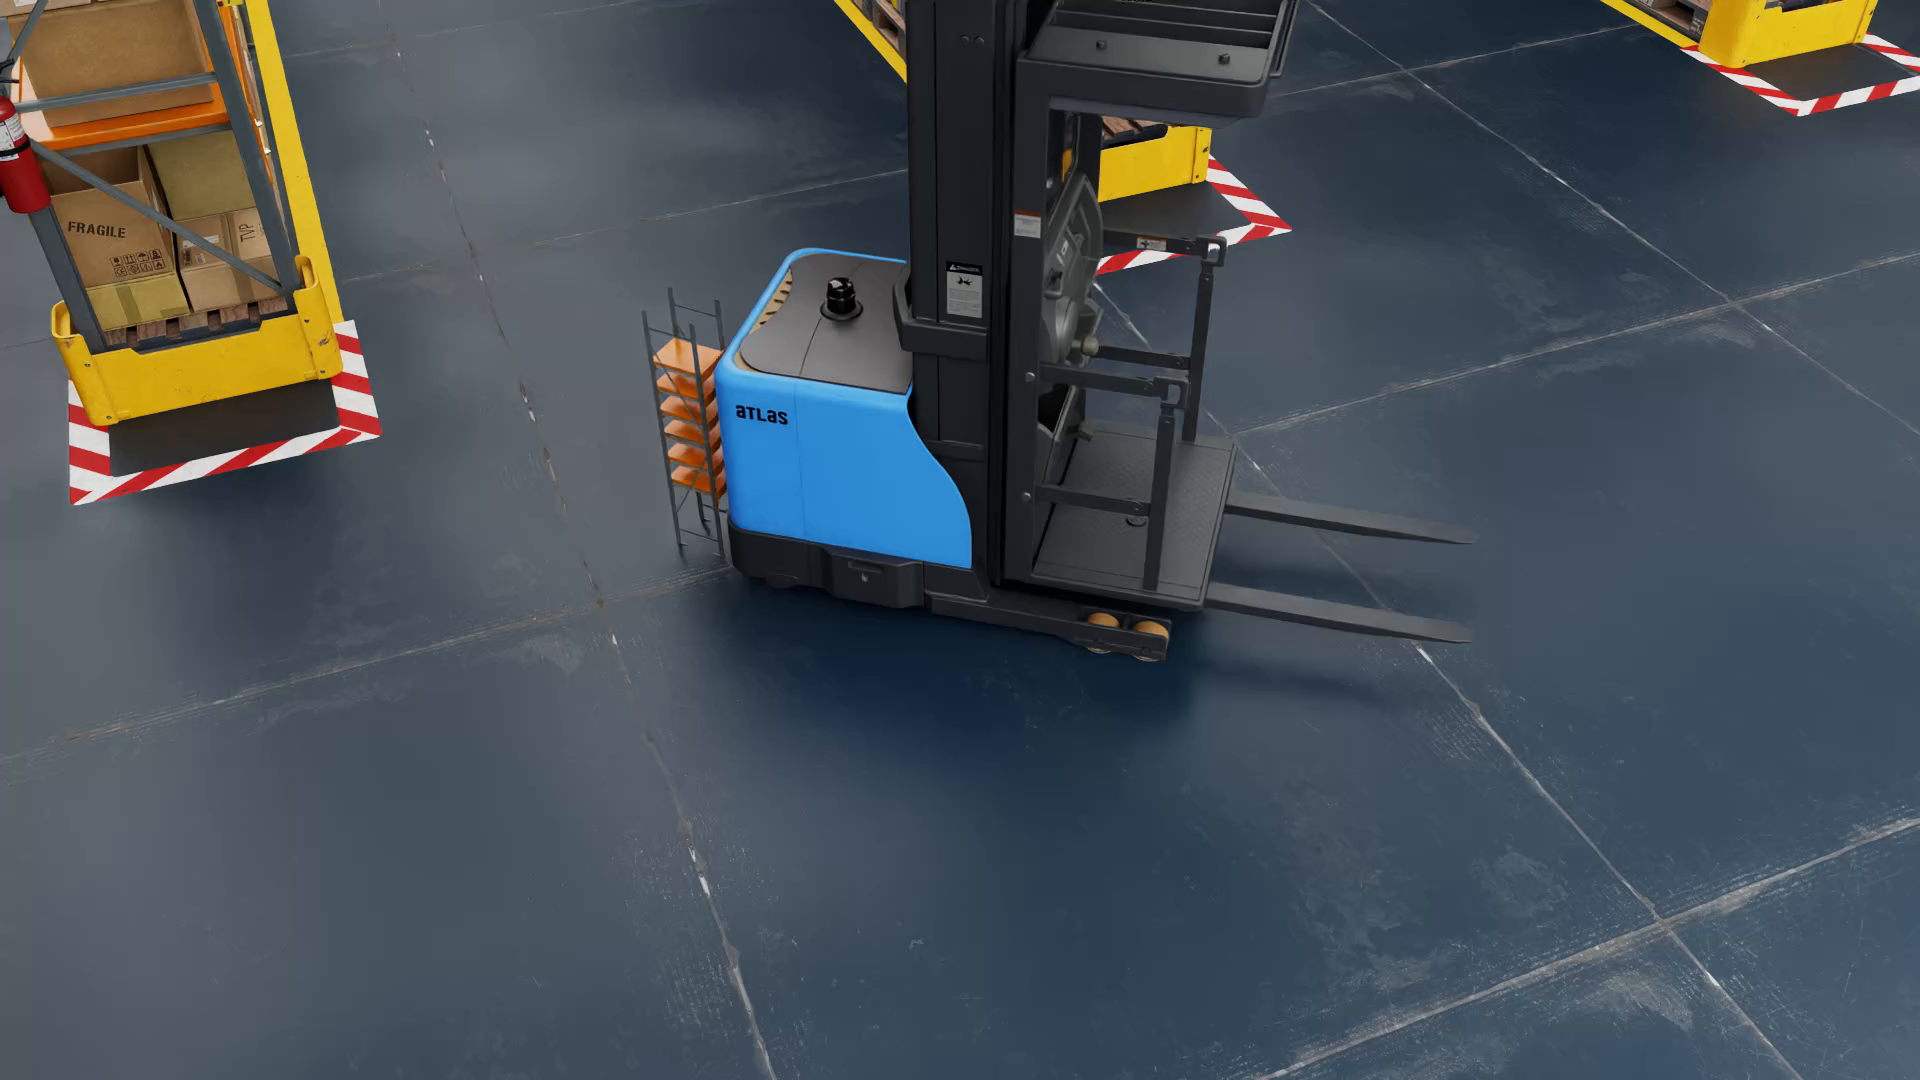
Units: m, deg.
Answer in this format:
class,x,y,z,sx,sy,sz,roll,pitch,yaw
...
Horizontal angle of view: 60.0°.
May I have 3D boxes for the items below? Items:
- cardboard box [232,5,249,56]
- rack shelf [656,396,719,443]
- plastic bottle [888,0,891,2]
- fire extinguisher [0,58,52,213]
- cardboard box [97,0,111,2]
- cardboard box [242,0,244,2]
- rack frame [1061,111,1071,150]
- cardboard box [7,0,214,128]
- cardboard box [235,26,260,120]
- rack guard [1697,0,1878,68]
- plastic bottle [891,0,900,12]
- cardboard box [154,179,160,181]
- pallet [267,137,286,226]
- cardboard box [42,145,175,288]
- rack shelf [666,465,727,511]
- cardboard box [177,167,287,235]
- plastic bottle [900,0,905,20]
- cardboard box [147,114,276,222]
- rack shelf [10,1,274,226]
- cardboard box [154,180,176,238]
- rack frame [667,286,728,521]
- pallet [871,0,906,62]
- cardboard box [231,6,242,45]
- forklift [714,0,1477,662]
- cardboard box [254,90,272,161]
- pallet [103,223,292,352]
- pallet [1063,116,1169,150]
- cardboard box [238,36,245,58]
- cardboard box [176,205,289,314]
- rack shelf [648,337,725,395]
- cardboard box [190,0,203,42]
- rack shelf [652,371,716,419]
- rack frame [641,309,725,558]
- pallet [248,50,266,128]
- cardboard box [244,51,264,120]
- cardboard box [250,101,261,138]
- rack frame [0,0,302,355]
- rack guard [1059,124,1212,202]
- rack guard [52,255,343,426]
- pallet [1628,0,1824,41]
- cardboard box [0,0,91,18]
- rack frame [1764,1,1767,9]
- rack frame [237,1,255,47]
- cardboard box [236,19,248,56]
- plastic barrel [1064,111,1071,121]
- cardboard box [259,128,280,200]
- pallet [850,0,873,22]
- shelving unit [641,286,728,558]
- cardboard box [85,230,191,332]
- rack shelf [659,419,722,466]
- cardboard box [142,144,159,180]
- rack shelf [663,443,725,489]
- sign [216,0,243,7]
class,x,y,z,sx,sy,sz,roll,pitch,yaw
cardboard box,-4.800,-3.229,10.491,0.500,0.250,0.500,-15,43,-17
rack shelf,-1.086,-0.520,6.816,0.258,0.103,0.180,17,44,19
plastic bottle,-0.441,-3.773,11.032,0.144,0.351,0.185,-15,43,-17
fire extinguisher,-4.033,-1.711,6.999,0.296,0.674,0.183,-15,43,-17
cardboard box,-3.600,-2.501,7.284,0.380,0.149,0.250,-15,43,-17
cardboard box,-5.105,-3.759,11.107,0.500,0.250,0.500,-16,43,-18
rack frame,0.929,-3.161,8.625,1.000,3.000,0.127,-15,43,-17
cardboard box,-3.816,-2.250,7.489,0.700,0.500,0.500,-15,43,-17
cardboard box,-4.220,-2.611,9.198,0.500,0.500,0.500,-15,43,-17
rack guard,5.476,-3.495,10.930,1.175,0.500,0.348,-15,43,-17
plastic bottle,-0.370,-3.661,10.901,0.144,0.351,0.185,-13,42,-15
cardboard box,-4.523,-1.892,8.937,0.500,0.250,0.500,-15,43,-17
pallet,-4.443,-2.054,9.477,1.003,0.211,1.213,-15,43,-17
cardboard box,-4.129,-1.577,7.995,0.500,0.500,0.500,-15,43,-17
rack shelf,-1.084,-0.248,7.053,0.258,0.103,0.180,17,44,19
cardboard box,-3.843,-1.723,8.740,0.500,0.250,0.500,-15,43,-17
plastic bottle,-0.303,-3.534,10.811,0.152,0.276,0.135,-16,43,-18
cardboard box,-3.842,-2.008,8.496,0.500,0.500,0.500,-15,43,-17
rack shelf,-4.414,-2.860,8.826,1.077,0.370,4.000,-15,43,-17
cardboard box,-4.330,-1.592,8.587,0.500,0.250,0.500,-15,43,-17
rack frame,-1.046,-0.517,6.928,0.240,1.200,0.006,17,44,19
pallet,0.087,-3.362,10.998,1.003,0.211,1.213,-15,43,-17
cardboard box,-4.620,-3.209,9.893,0.500,0.500,0.500,-15,43,-17
forklift,0.610,-1.007,6.174,3.031,2.935,1.130,10,42,11
cardboard box,-4.221,-2.327,9.442,0.500,0.250,0.500,-15,43,-17
pallet,-3.980,-1.321,8.624,1.003,0.211,1.213,-15,43,-17
pallet,0.550,-2.628,10.145,1.003,0.211,1.213,-15,43,-17
cardboard box,-4.425,-2.909,9.544,0.500,0.500,0.500,-15,43,-17
cardboard box,-3.649,-1.423,8.391,0.500,0.250,0.500,-15,43,-17
rack shelf,-1.087,-0.700,6.659,0.258,0.103,0.180,17,44,19
cardboard box,-4.021,-2.565,7.856,0.700,0.500,0.500,-14,43,-16
rack shelf,-1.087,-0.610,6.738,0.258,0.103,0.180,17,44,19
rack frame,-1.126,-0.408,6.804,0.240,1.200,0.006,17,44,19
pallet,-4.914,-2.790,10.333,1.003,0.211,1.213,-15,43,-17
cardboard box,-4.413,-2.628,9.792,0.500,0.250,0.500,-15,43,-17
cardboard box,-4.045,-2.306,8.842,0.500,0.500,0.500,-15,43,-17
rack frame,-3.649,-1.928,7.191,1.000,3.000,0.127,-15,43,-17
rack guard,0.856,-2.247,9.480,1.175,0.500,0.348,-15,43,-17
rack guard,-3.640,-0.965,7.989,1.175,0.500,0.348,-15,43,-17
pallet,5.198,-3.883,11.604,1.003,0.211,1.213,-15,43,-17
cardboard box,-3.971,-2.394,7.159,0.380,0.149,0.250,-16,43,-18
rack frame,5.505,-4.397,10.062,1.000,3.000,0.127,-15,43,-17
rack frame,-5.180,-4.337,9.993,1.000,3.000,0.127,-15,43,-17
cardboard box,-4.618,-2.925,10.138,0.500,0.250,0.500,-15,43,-17
plastic barrel,0.606,-2.754,9.738,0.421,0.512,0.421,0,41,0
cardboard box,-4.034,-2.024,9.090,0.500,0.250,0.500,-15,43,-17
pallet,-0.383,-4.098,11.854,1.003,0.211,1.213,-15,43,-17
shelving unit,-1.086,-0.463,6.866,0.258,1.200,0.189,17,44,19
cardboard box,-4.127,-1.294,8.240,0.500,0.250,0.500,-15,43,-17
rack shelf,-1.086,-0.429,6.895,0.258,0.103,0.180,17,44,19
cardboard box,-4.525,-2.176,8.692,0.500,0.500,0.500,-15,43,-17
rack shelf,-1.085,-0.339,6.974,0.258,0.103,0.180,17,44,19
sign,-3.134,-2.421,7.040,0.100,0.325,0.005,-15,43,-17
